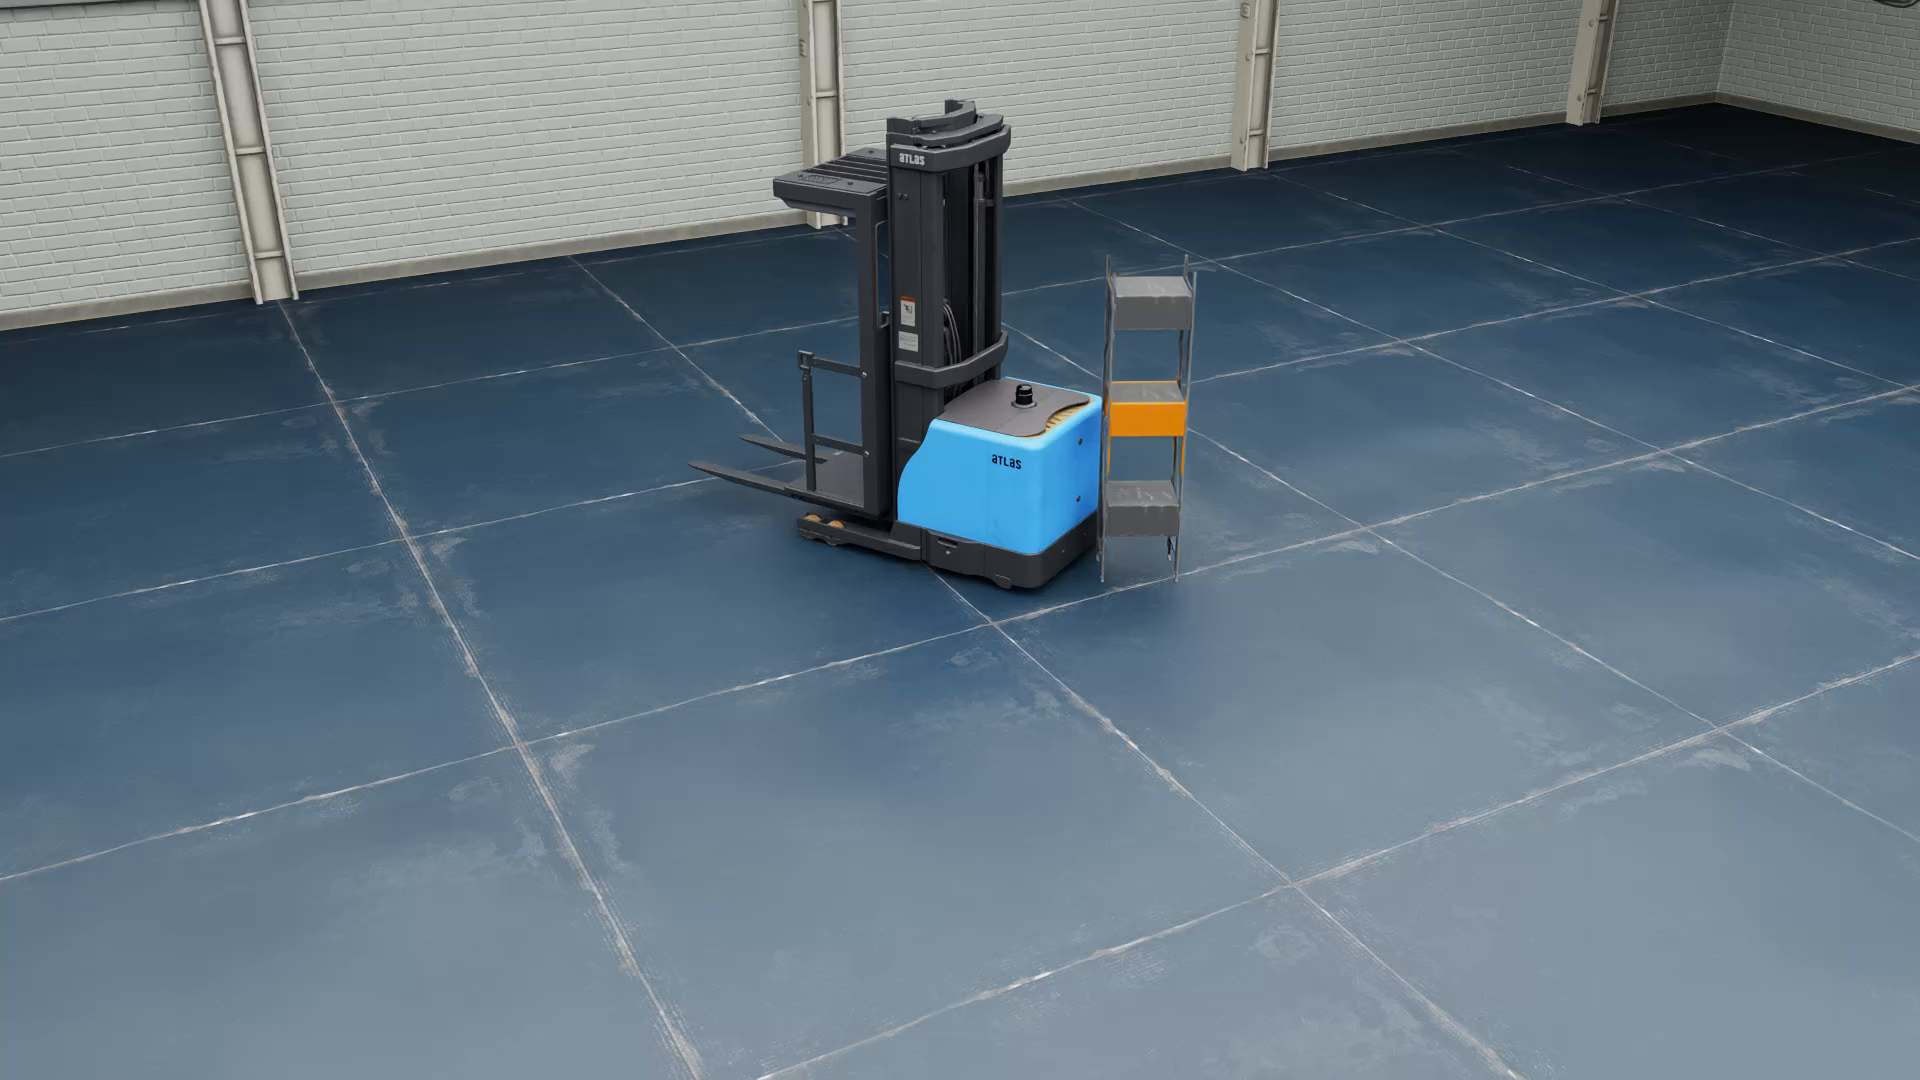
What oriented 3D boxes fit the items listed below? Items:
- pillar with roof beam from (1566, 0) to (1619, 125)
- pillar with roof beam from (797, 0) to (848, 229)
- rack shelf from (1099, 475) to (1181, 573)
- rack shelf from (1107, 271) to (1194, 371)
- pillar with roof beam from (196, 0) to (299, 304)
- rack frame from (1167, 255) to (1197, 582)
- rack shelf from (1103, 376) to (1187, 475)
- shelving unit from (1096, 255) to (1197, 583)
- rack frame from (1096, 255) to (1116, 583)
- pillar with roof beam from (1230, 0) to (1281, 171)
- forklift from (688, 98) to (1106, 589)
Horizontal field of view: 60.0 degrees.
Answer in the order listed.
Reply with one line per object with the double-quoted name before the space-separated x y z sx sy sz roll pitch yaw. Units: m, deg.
"pillar with roof beam" 11.082 -8.499 18.857 0.400 9.000 9.100 -13 29 -25
"pillar with roof beam" 0.494 -6.055 13.767 0.400 9.000 9.100 -13 29 -25
"rack shelf" 1.179 -0.109 11.000 0.480 0.518 0.431 0 26 -1
"rack shelf" 1.178 -1.372 10.397 0.480 0.518 0.431 0 26 -1
"pillar with roof beam" -4.800 -4.833 11.221 0.400 9.000 9.100 -13 29 -25
"rack frame" 1.423 -0.755 10.696 0.015 2.100 0.400 0 26 -1
"rack shelf" 1.179 -0.740 10.698 0.480 0.518 0.431 0 26 -1
"shelving unit" 1.179 -0.753 10.692 0.503 2.100 0.431 0 26 -1
"rack frame" 0.935 -0.751 10.688 0.015 2.100 0.400 0 26 -1
"pillar with roof beam" 5.788 -7.277 16.312 0.400 9.000 9.100 -13 29 -25
"forklift" -0.536 -1.463 11.213 3.031 2.935 1.130 15 29 28
